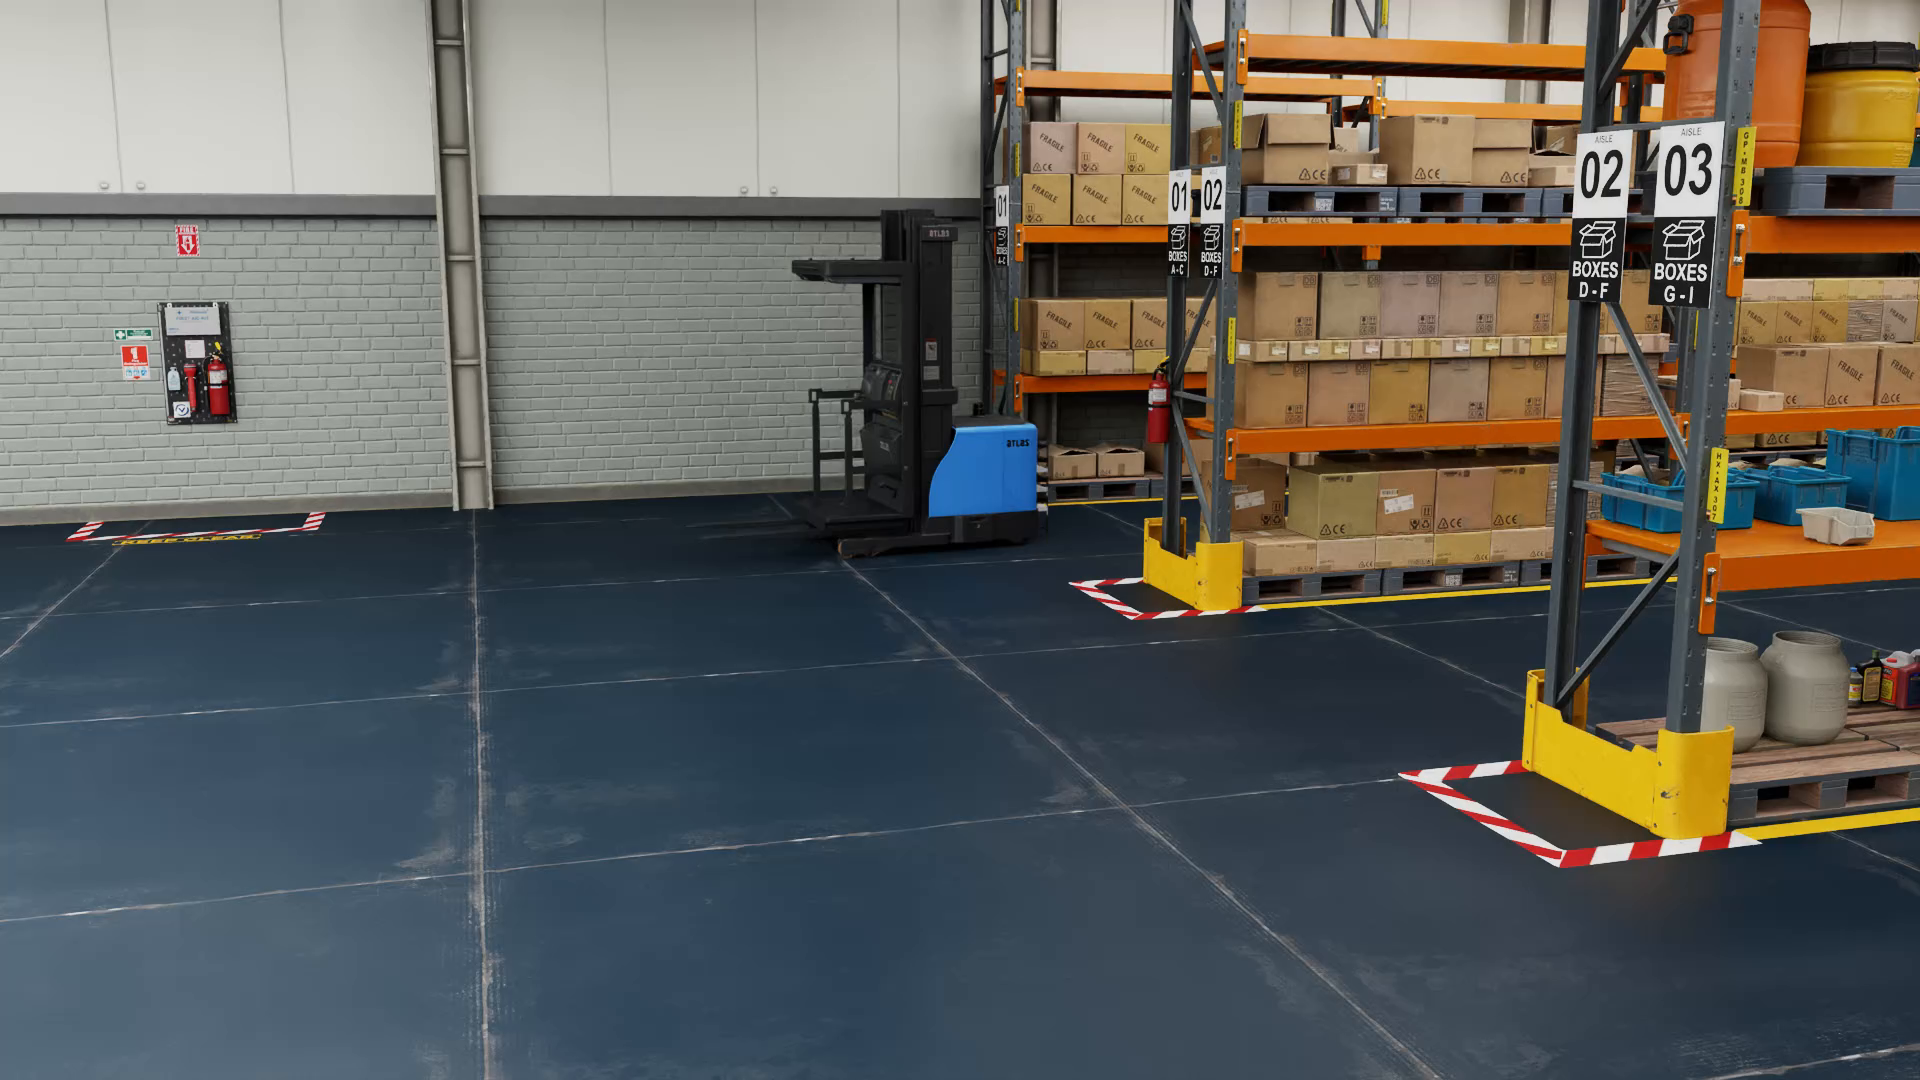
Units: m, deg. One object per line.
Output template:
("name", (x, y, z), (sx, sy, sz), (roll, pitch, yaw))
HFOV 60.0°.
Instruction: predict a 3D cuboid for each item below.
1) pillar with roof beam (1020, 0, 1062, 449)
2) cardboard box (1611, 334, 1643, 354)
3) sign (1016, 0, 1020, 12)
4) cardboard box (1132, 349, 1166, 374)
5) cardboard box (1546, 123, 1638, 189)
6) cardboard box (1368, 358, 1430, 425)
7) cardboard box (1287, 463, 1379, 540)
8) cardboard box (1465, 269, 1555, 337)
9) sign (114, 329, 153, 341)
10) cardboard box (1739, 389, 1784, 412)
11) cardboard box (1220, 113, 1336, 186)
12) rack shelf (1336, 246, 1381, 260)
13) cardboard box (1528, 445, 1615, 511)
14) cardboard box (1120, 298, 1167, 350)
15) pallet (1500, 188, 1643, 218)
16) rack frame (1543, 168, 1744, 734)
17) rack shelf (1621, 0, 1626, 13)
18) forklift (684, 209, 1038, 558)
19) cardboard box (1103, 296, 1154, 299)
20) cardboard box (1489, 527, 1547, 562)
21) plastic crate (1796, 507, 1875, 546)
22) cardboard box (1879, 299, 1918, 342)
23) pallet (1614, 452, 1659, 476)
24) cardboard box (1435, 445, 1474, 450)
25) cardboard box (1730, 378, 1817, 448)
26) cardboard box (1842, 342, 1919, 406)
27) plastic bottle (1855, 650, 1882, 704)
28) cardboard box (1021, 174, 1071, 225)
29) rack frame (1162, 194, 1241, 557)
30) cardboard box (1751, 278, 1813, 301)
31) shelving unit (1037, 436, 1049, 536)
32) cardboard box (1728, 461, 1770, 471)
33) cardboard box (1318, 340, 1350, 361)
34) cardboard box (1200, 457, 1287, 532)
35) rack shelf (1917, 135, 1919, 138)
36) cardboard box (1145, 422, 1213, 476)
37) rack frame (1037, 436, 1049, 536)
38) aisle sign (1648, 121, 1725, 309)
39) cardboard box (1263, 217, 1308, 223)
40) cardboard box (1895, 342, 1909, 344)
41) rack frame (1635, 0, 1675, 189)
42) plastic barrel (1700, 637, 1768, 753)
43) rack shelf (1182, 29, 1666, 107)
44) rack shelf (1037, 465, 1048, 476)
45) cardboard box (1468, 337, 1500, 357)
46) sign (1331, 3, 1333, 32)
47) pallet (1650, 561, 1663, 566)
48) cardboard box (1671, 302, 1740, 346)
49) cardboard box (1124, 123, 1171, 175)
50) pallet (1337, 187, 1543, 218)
("pillar with roof beam", (2.042, -4.310, 13.604), (0.400, 9.000, 9.100), (-3, 11, -16))
("cardboard box", (5.198, -1.569, 13.215), (0.250, 0.149, 0.380), (-3, 11, -17))
("sign", (0.560, -5.277, 16.056), (0.005, 0.325, 0.100), (-3, 11, -16))
("cardboard box", (1.951, -1.881, 17.340), (0.500, 0.250, 0.500), (-3, 11, -17))
("cardboard box", (5.079, -3.084, 13.405), (0.500, 0.500, 0.500), (-2, 11, -11))
("cardboard box", (3.229, -1.183, 12.914), (0.500, 0.500, 0.700), (-3, 11, -16))
("cardboard box", (2.853, -0.298, 12.746), (0.500, 0.500, 0.500), (-3, 11, -16))
("cardboard box", (4.247, -1.876, 13.095), (0.500, 0.500, 0.700), (-3, 11, -16))
("sign", (-7.859, -1.953, 15.807), (0.331, 0.109, 0.001), (-3, 11, -16))
("cardboard box", (6.545, -1.150, 13.700), (0.250, 0.149, 0.380), (-3, 11, -16))
("cardboard box", (2.349, -2.891, 12.349), (0.637, 0.503, 0.797), (-2, 11, -12))
("rack shelf", (6.169, -3.347, 18.646), (4.000, 0.370, 1.077), (-3, 11, -16))
("cardboard box", (5.104, -0.518, 13.937), (0.500, 0.500, 0.500), (-3, 11, -16))
("cardboard box", (1.926, -2.247, 17.257), (0.500, 0.500, 0.500), (-3, 11, -18))
("pallet", (4.825, -2.648, 13.104), (1.213, 0.211, 1.003), (-3, 11, -16))
("rack frame", (3.177, -0.200, 7.848), (0.127, 3.000, 1.000), (-3, 11, -16))
("rack shelf", (5.097, -2.701, 7.956), (4.000, 0.370, 1.077), (-3, 11, -16))
("forklift", (-0.872, -1.391, 14.510), (3.031, 2.935, 1.130), (-4, 11, -21))
("cardboard box", (1.782, -2.339, 17.753), (0.500, 0.500, 0.500), (-3, 11, -18))
("cardboard box", (4.294, -0.005, 13.224), (0.500, 0.250, 0.500), (-3, 11, -16))
("plastic crate", (4.126, -0.060, 7.814), (0.250, 0.136, 0.298), (-3, 11, -16))
("cardboard box", (11.070, -2.640, 19.950), (0.500, 0.500, 0.500), (-3, 11, -15))
("pallet", (7.338, -0.916, 19.441), (1.213, 0.211, 1.003), (-3, 11, -16))
("cardboard box", (5.433, -1.187, 18.897), (0.500, 0.500, 0.700), (-3, 11, -17))
("cardboard box", (9.675, -1.534, 19.872), (0.750, 0.750, 0.750), (-3, 11, -16))
("cardboard box", (7.871, -1.428, 14.240), (0.500, 0.500, 0.500), (-4, 11, -19))
("plastic bottle", (4.925, 0.741, 9.023), (0.133, 0.283, 0.061), (-3, 11, -15))
("cardboard box", (0.799, -3.430, 16.777), (0.500, 0.500, 0.500), (-3, 11, -14))
("rack frame", (1.796, -1.061, 12.527), (0.127, 3.000, 1.000), (-3, 11, -16))
("cardboard box", (9.592, -2.933, 19.468), (0.500, 0.250, 0.500), (-3, 11, -16))
("shelving unit", (0.662, -0.489, 15.216), (0.210, 0.900, 0.258), (-4, 11, -21))
("cardboard box", (6.923, -0.516, 14.452), (0.500, 0.311, 0.500), (-3, 11, -16))
("cardboard box", (2.726, -1.438, 12.506), (0.250, 0.149, 0.380), (-3, 11, -16))
("cardboard box", (2.228, -0.363, 13.098), (0.500, 0.500, 0.500), (-3, 11, -16))
("rack shelf", (13.850, -5.031, 20.610), (4.000, 0.370, 1.077), (-3, 11, -16))
("cardboard box", (2.363, -0.986, 17.806), (0.500, 0.500, 0.700), (-4, 11, -20))
("rack frame", (0.757, -0.495, 15.252), (0.006, 0.900, 0.240), (-4, 11, -21))
("aisle sign", (3.190, -1.424, 7.317), (0.004, 0.787, 0.394), (-3, 11, -16))
("cardboard box", (3.344, -3.567, 17.521), (0.500, 0.500, 0.500), (-4, 11, -21))
("cardboard box", (11.187, -2.327, 20.042), (0.250, 0.149, 0.380), (-3, 11, -14))
("rack frame", (8.089, -5.278, 18.859), (0.127, 3.000, 1.000), (-3, 11, -16))
("plastic barrel", (3.788, 0.770, 8.289), (0.421, 0.512, 0.421), (0, 10, 0))
("rack shelf", (3.716, -3.562, 12.635), (4.000, 0.370, 1.077), (-3, 11, -16))
("rack shelf", (0.662, -0.633, 15.189), (0.200, 0.077, 0.258), (-4, 11, -21))
("cardboard box", (3.962, -1.503, 12.858), (0.250, 0.149, 0.380), (-3, 11, -14))
("sign", (4.088, -5.709, 18.183), (0.005, 0.325, 0.100), (-3, 11, -16))
("pallet", (6.333, 0.064, 14.118), (1.213, 0.211, 1.003), (-3, 11, -16))
("cardboard box", (8.627, -2.513, 19.257), (0.500, 0.500, 0.500), (-3, 11, -14))
("cardboard box", (1.830, -3.970, 16.949), (0.500, 0.500, 0.500), (-3, 11, -14))
("pallet", (3.656, -2.587, 12.772), (1.213, 0.211, 1.003), (-3, 11, -16))
